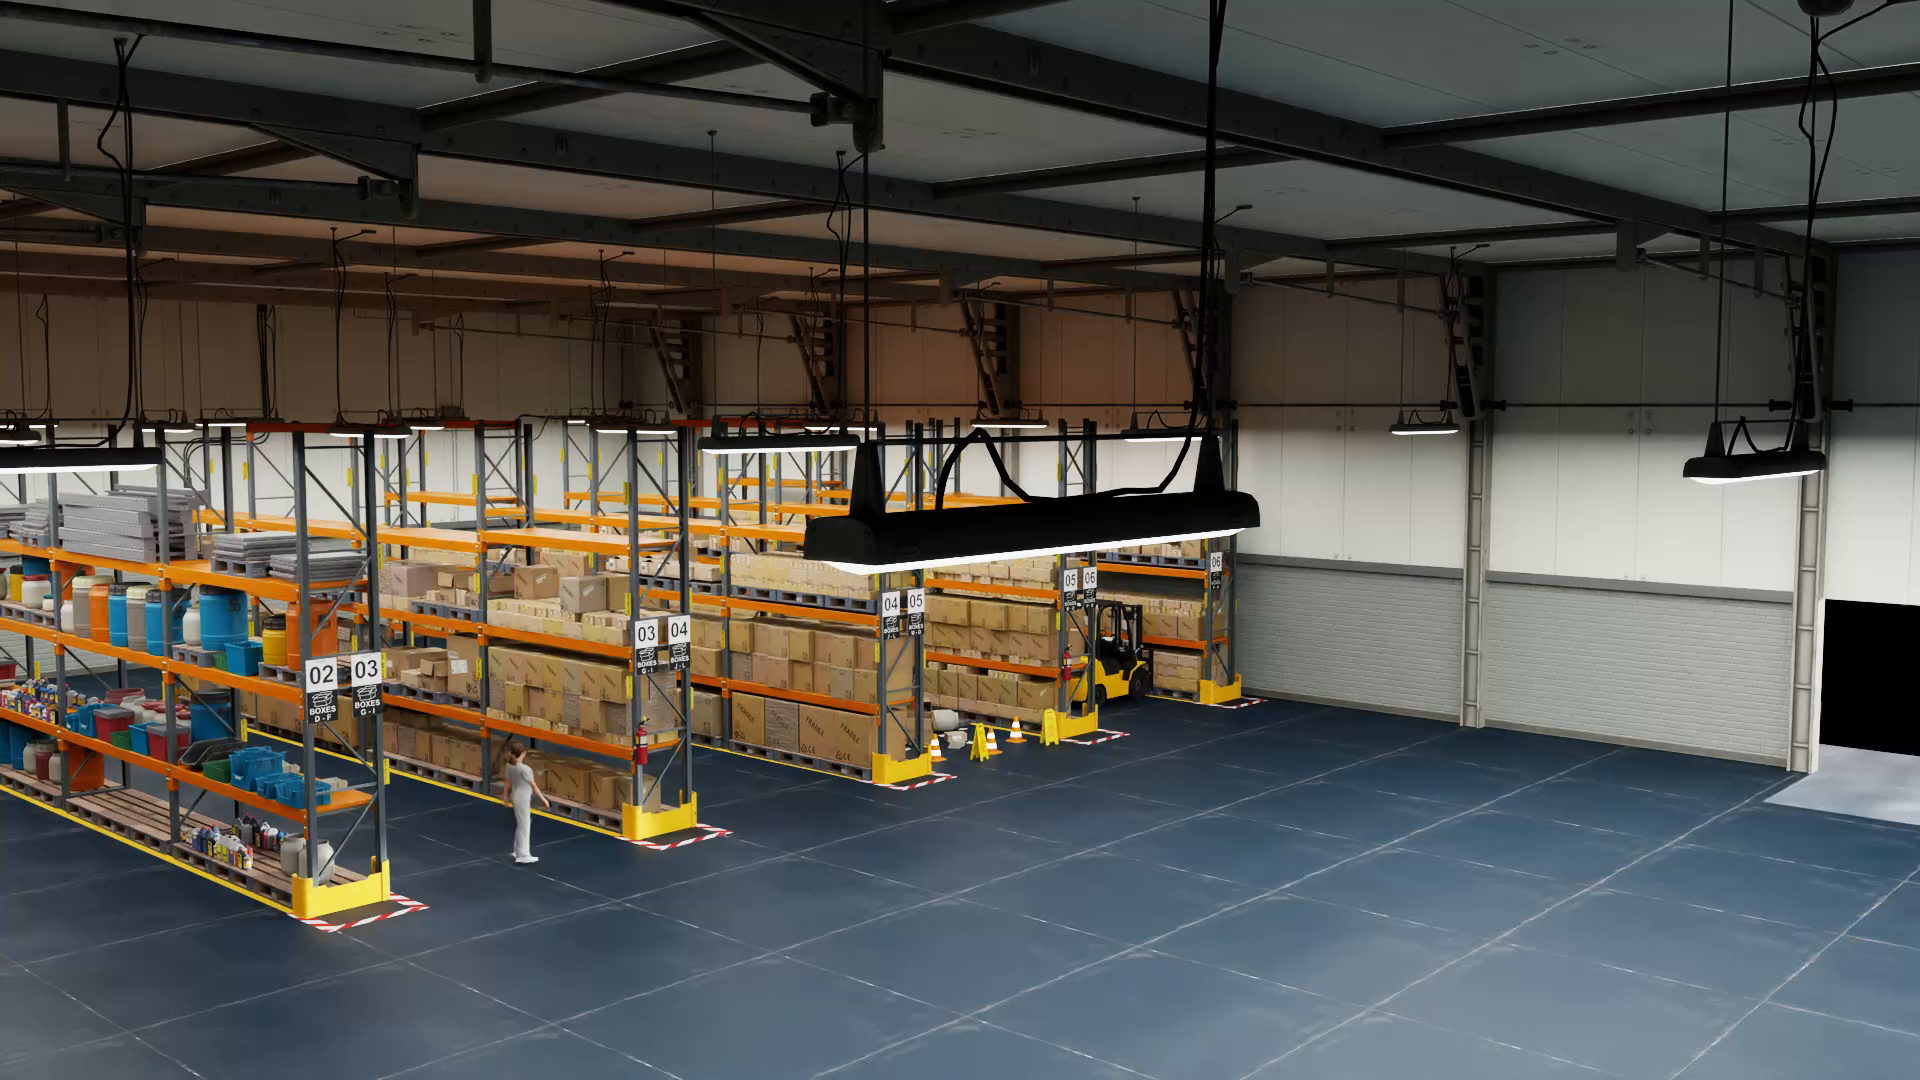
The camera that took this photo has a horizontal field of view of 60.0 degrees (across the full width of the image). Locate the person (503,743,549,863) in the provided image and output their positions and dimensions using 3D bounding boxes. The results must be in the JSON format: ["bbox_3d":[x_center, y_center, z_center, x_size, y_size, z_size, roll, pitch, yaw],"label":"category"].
[{"bbox_3d":[-6.001,3.632,23.014,0.537,1.706,0.502,-2,5,-28],"label":"person"}]
